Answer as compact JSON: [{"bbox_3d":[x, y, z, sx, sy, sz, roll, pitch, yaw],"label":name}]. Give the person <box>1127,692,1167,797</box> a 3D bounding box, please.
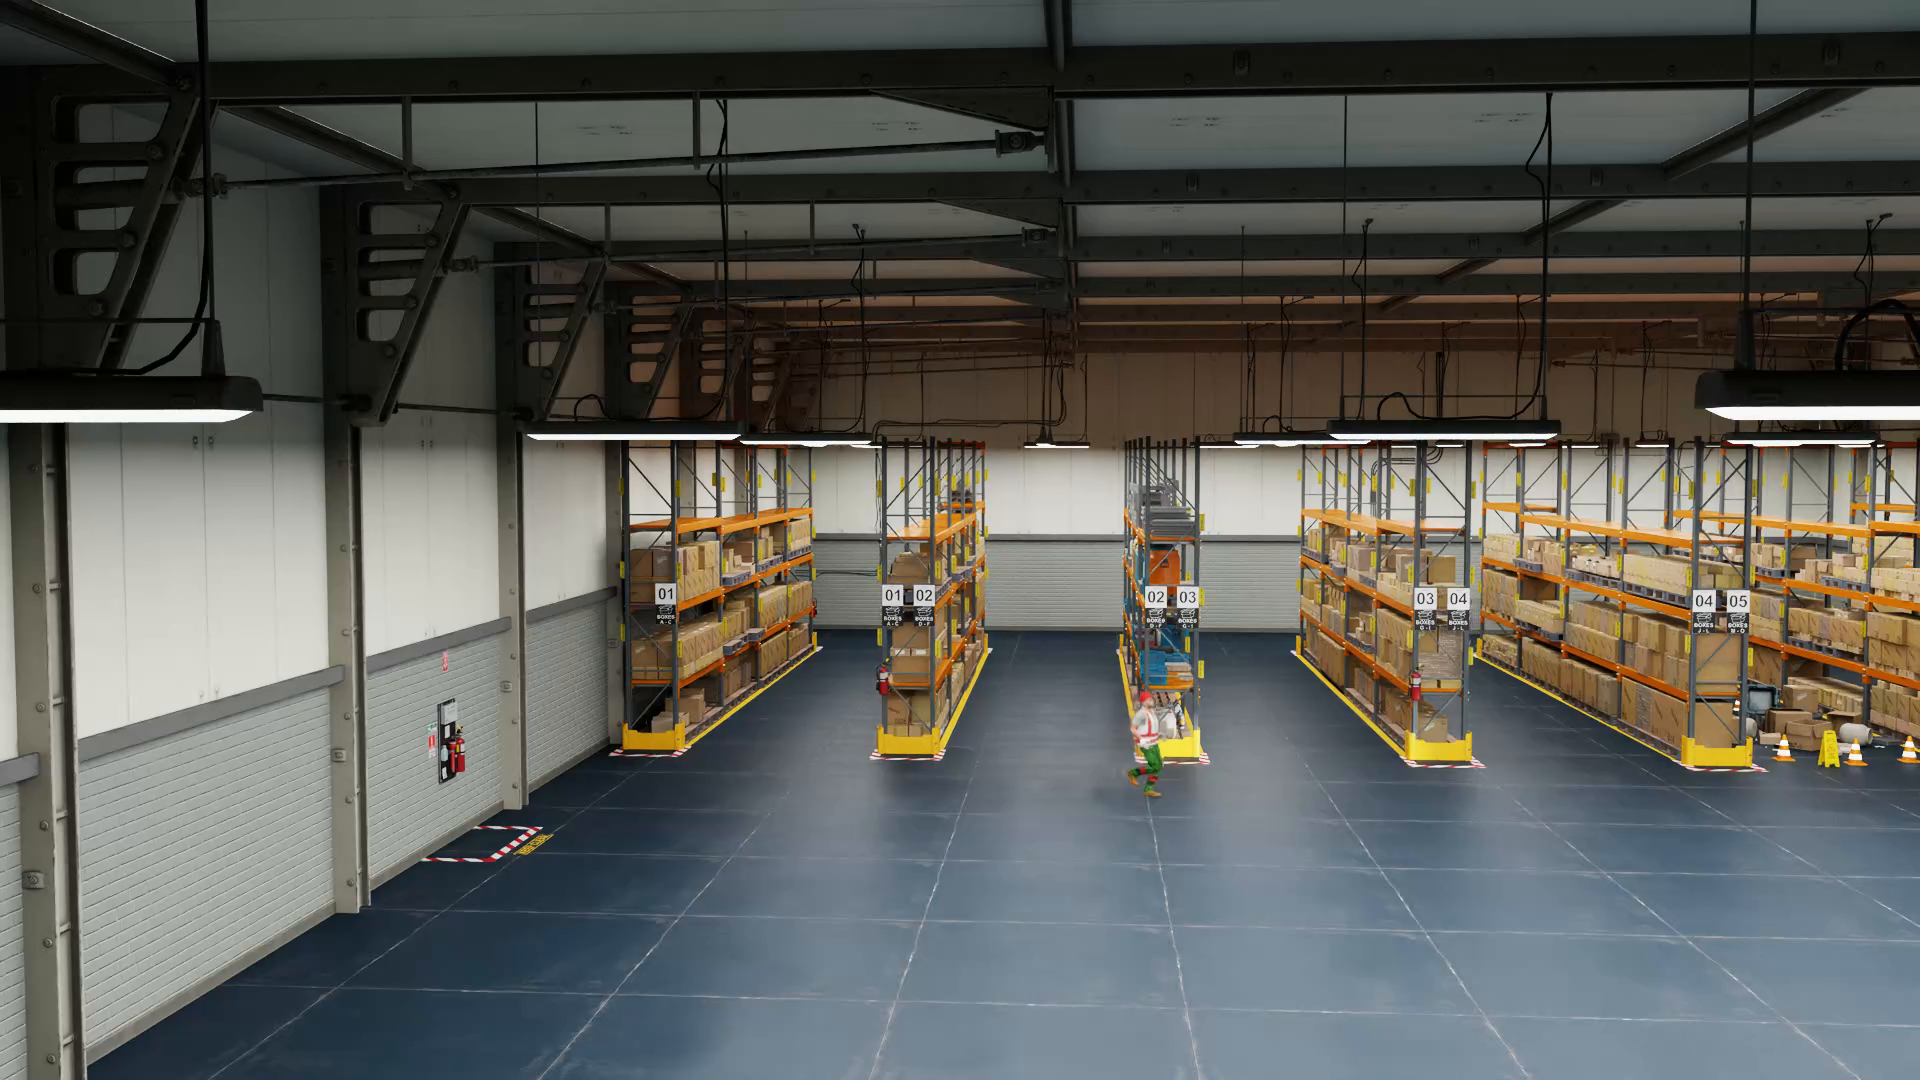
[{"bbox_3d":[3.097,3.382,27.611,0.592,1.732,0.672,2,4,32],"label":"person"}]
